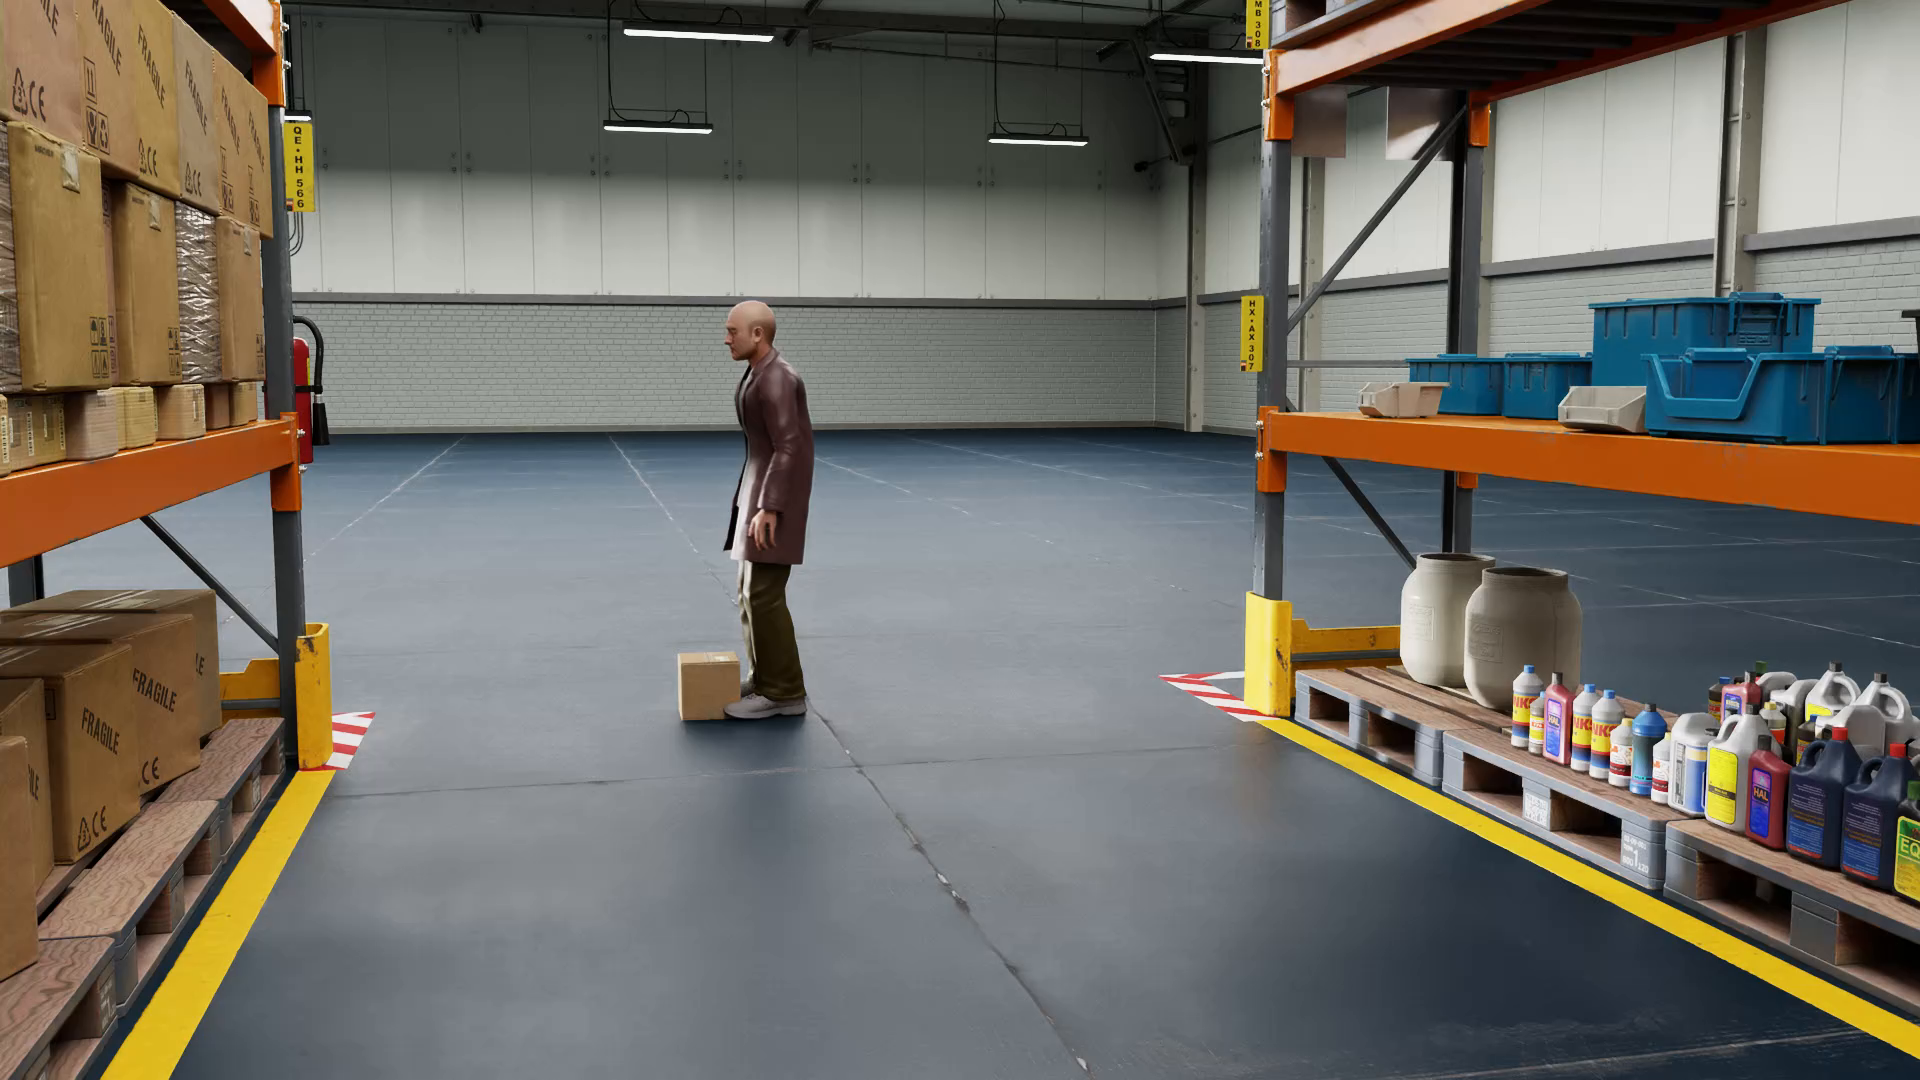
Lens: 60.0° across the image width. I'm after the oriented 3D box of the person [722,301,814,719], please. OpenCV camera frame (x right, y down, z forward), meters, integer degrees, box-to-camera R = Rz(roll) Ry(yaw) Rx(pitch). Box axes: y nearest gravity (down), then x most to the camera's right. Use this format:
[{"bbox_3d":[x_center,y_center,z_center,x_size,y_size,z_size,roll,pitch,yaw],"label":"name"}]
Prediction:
[{"bbox_3d":[-0.843,-0.135,7.163,0.418,1.774,0.656,-2,6,-16],"label":"person"}]
